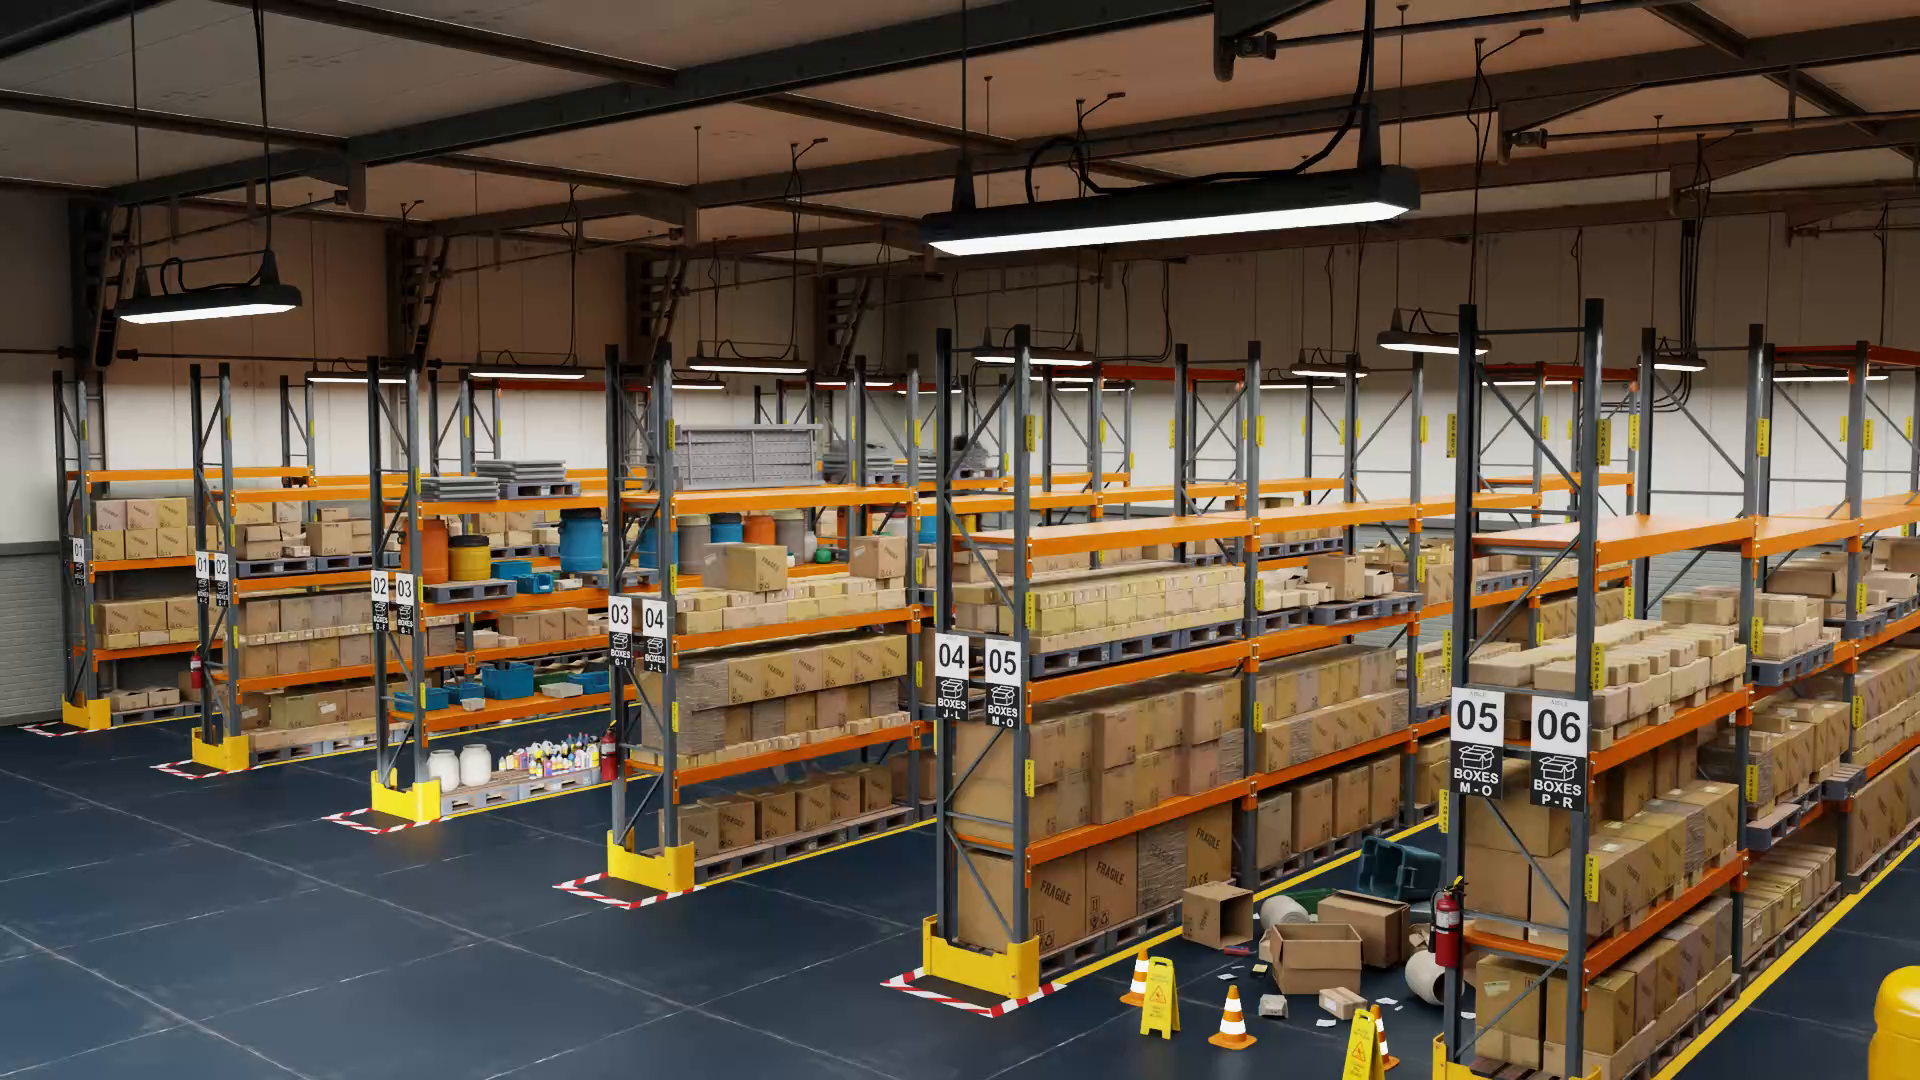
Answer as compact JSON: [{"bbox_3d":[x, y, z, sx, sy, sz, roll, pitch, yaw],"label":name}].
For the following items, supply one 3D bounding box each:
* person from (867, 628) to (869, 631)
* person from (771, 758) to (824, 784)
[{"bbox_3d":[-1.657,2.198,30.834,0.582,1.536,0.753,1,4,8],"label":"person"},{"bbox_3d":[-2.220,2.717,22.617,1.099,1.590,0.673,-3,5,-34],"label":"person"}]
